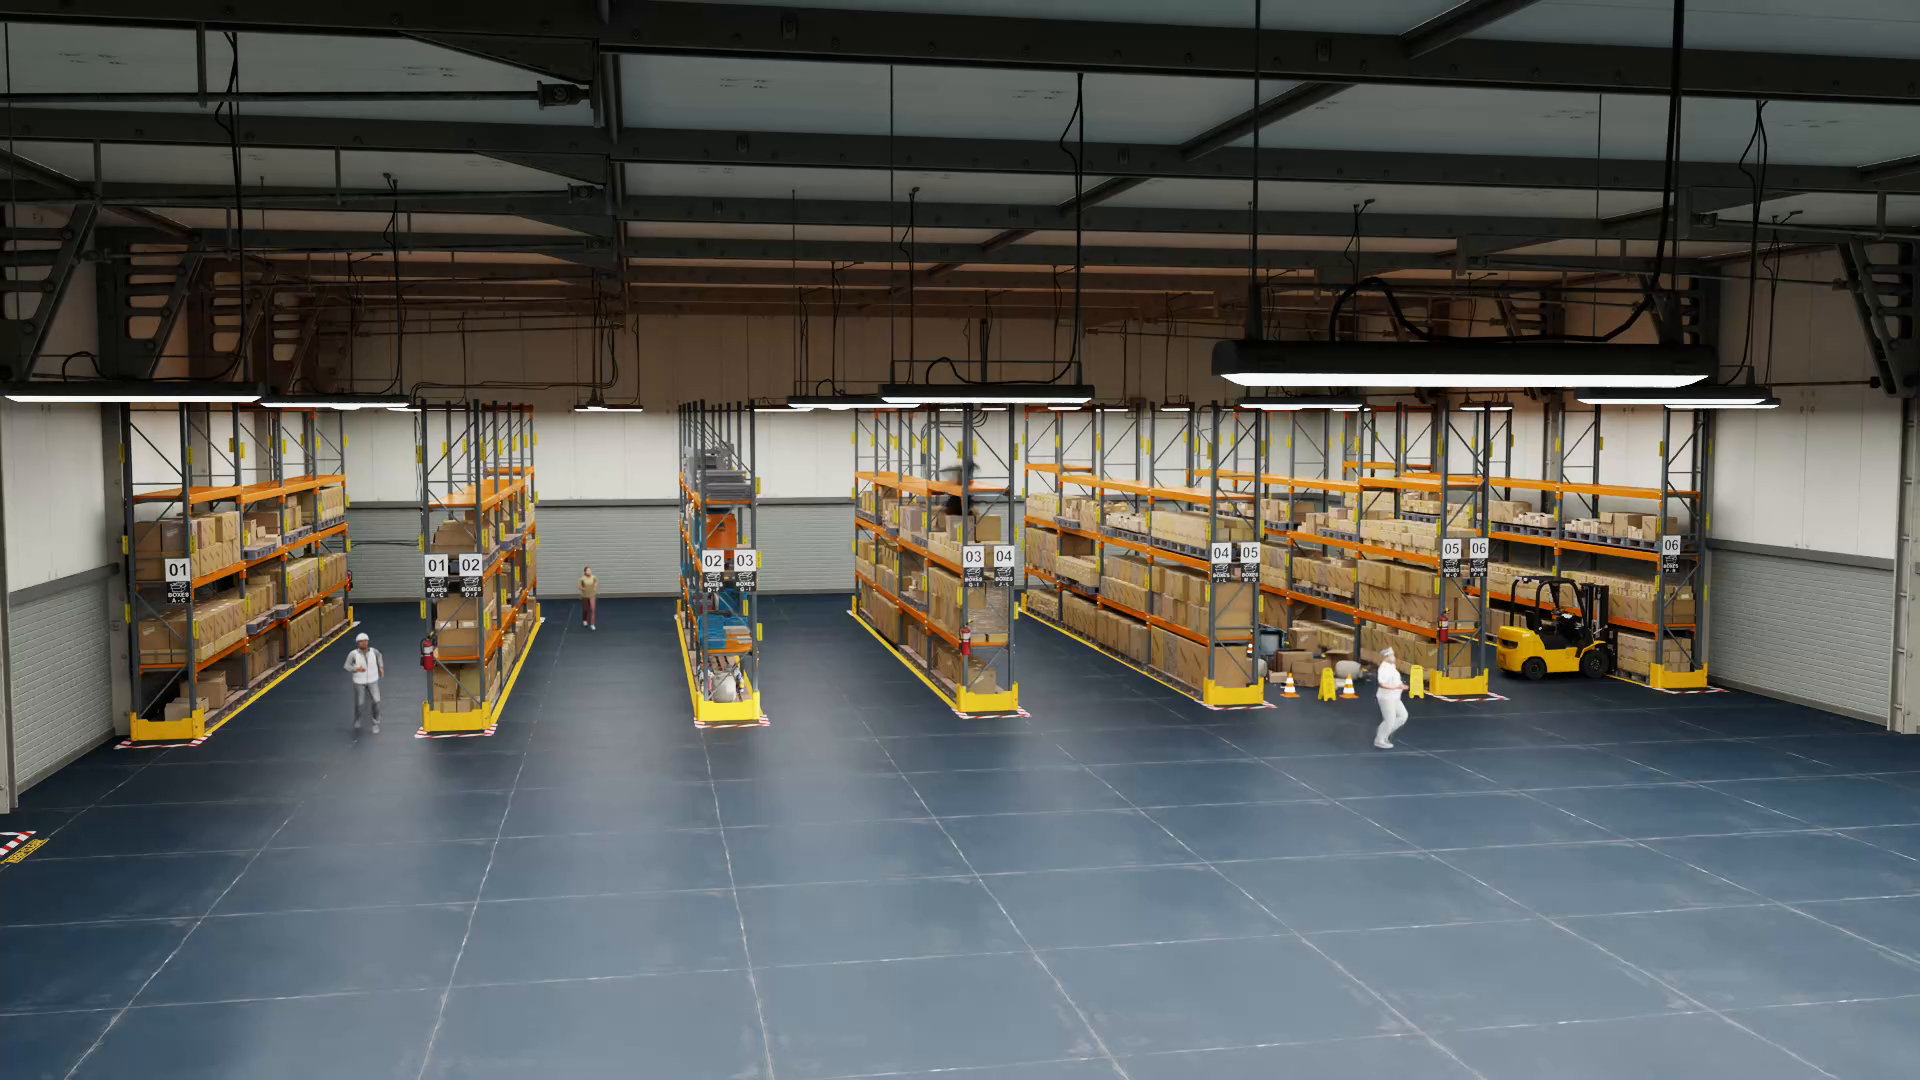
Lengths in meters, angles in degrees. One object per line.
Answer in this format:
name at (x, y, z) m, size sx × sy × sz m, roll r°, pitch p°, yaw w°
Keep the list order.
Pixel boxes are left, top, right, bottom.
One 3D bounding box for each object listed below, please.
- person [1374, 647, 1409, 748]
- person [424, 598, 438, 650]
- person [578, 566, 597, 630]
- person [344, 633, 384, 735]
person at (7.409, 2.702, 28.452) m, size 0.621 × 1.764 × 0.648 m, roll 3°, pitch 5°, yaw 32°
person at (-12.499, 1.896, 39.636) m, size 0.657 × 1.673 × 0.607 m, roll -1°, pitch 4°, yaw -14°
person at (-9.940, 1.530, 44.401) m, size 0.550 × 1.664 × 0.966 m, roll -2°, pitch 5°, yaw -21°
person at (-10.741, 2.572, 29.972) m, size 0.710 × 1.827 × 0.749 m, roll -3°, pitch 5°, yaw -31°
